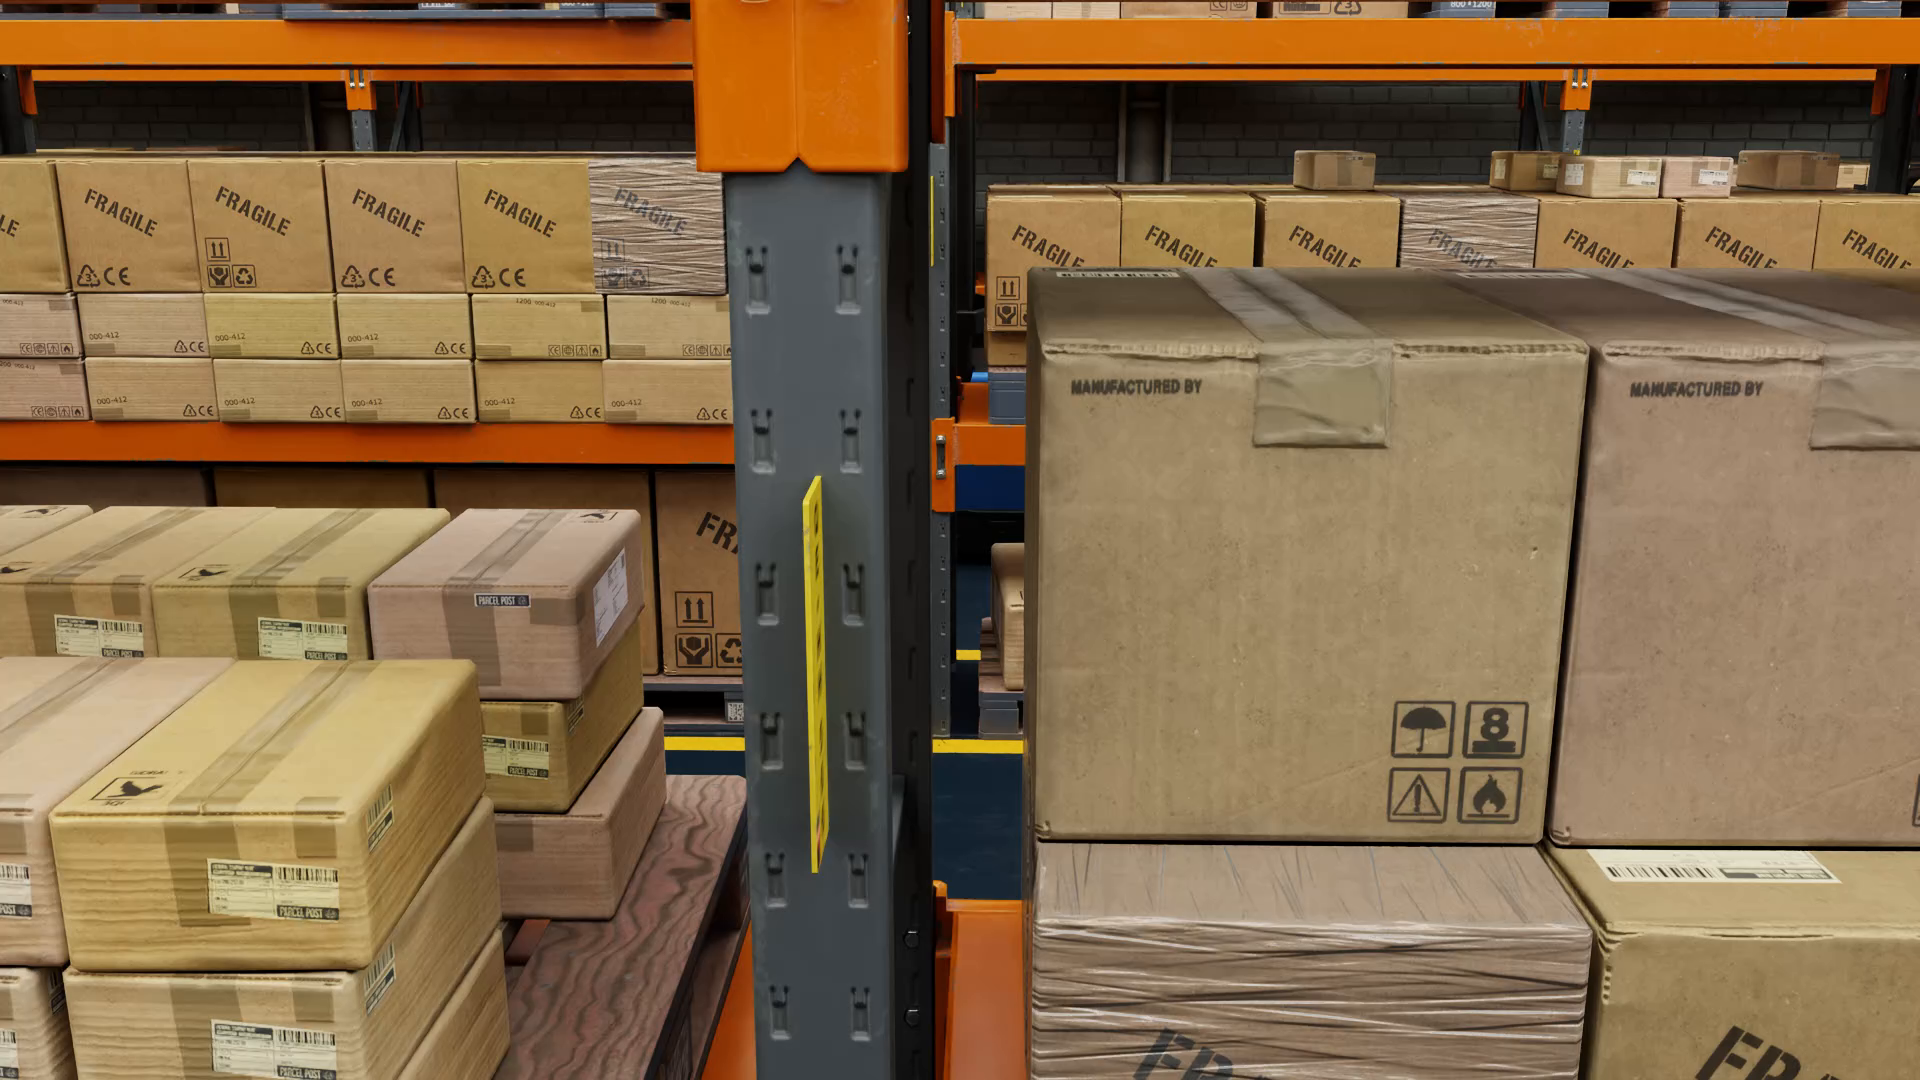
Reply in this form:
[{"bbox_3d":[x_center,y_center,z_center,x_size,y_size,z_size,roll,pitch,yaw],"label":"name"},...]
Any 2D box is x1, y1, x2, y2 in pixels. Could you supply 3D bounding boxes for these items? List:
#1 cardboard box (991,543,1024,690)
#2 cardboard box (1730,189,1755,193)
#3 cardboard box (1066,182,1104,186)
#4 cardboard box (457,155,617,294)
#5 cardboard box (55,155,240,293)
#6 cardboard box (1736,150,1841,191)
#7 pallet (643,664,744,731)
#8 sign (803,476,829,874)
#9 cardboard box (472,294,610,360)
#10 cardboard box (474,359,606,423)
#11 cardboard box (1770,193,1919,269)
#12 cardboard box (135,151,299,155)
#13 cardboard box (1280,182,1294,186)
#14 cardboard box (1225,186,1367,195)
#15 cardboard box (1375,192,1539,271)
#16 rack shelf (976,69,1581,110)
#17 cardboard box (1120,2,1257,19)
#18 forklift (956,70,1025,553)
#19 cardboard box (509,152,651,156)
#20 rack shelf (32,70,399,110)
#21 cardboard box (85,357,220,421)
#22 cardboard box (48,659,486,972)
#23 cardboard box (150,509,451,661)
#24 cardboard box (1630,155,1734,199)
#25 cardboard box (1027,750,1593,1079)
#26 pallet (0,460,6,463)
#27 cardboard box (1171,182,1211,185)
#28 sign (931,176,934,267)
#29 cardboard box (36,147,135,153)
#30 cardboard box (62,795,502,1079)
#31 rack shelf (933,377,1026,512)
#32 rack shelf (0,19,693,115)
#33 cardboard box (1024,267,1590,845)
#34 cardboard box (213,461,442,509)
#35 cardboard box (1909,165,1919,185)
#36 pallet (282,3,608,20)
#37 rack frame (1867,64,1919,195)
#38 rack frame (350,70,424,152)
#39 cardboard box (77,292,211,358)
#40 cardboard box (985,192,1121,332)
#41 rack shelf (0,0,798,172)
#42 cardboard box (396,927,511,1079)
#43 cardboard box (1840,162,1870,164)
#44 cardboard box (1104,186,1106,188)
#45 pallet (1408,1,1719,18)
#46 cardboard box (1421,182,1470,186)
[{"bbox_3d":[0.473,0.308,7.121,0.625,0.372,0.950,-1,15,-2],"label":"cardboard box"},{"bbox_3d":[2.945,-1.214,6.961,0.500,0.500,0.500,0,15,2],"label":"cardboard box"},{"bbox_3d":[0.883,-2.453,11.789,0.250,0.149,0.380,0,15,1],"label":"cardboard box"},{"bbox_3d":[-1.625,-1.241,6.506,0.500,0.500,0.500,0,15,1],"label":"cardboard box"},{"bbox_3d":[-3.149,-1.251,6.547,0.500,0.500,0.500,0,15,1],"label":"cardboard box"},{"bbox_3d":[3.446,-1.542,6.931,0.250,0.149,0.380,0,15,1],"label":"cardboard box"},{"bbox_3d":[-0.878,0.558,7.311,1.213,0.211,1.003,0,15,1],"label":"pallet"},{"bbox_3d":[-0.122,0.114,1.414,0.005,0.325,0.100,0,15,1],"label":"sign"},{"bbox_3d":[-1.607,-0.874,6.587,0.500,0.250,0.500,0,15,0],"label":"cardboard box"},{"bbox_3d":[-1.618,-0.637,6.669,0.500,0.250,0.500,0,15,1],"label":"cardboard box"},{"bbox_3d":[3.439,-1.080,6.450,0.500,0.500,0.500,0,15,0],"label":"cardboard box"},{"bbox_3d":[-3.120,-1.383,7.048,0.500,0.500,0.500,1,15,3],"label":"cardboard box"},{"bbox_3d":[2.411,-2.446,11.765,0.250,0.149,0.380,0,15,1],"label":"cardboard box"},{"bbox_3d":[1.392,-1.226,7.003,0.500,0.500,0.500,-1,15,-2],"label":"cardboard box"},{"bbox_3d":[1.904,-1.091,6.491,0.500,0.500,0.500,0,15,-1],"label":"cardboard box"},{"bbox_3d":[2.031,-3.121,11.321,4.000,0.370,1.077,0,15,1],"label":"rack shelf"},{"bbox_3d":[0.856,-2.256,6.435,0.500,0.500,0.700,0,15,1],"label":"cardboard box"},{"bbox_3d":[-0.630,-1.422,9.485,3.031,2.935,1.130,0,15,2],"label":"forklift"},{"bbox_3d":[-1.591,-1.371,7.002,0.500,0.500,0.500,1,15,3],"label":"cardboard box"},{"bbox_3d":[-5.967,-3.173,11.518,4.000,0.370,1.077,0,15,1],"label":"rack shelf"},{"bbox_3d":[-3.140,-0.646,6.704,0.500,0.250,0.500,0,15,0],"label":"cardboard box"},{"bbox_3d":[-0.619,0.242,1.547,0.250,0.149,0.380,0,15,-1],"label":"cardboard box"},{"bbox_3d":[-0.843,0.074,2.181,0.250,0.149,0.380,0,15,0],"label":"cardboard box"},{"bbox_3d":[2.750,-1.395,6.375,0.250,0.149,0.380,0,15,0],"label":"cardboard box"},{"bbox_3d":[0.325,0.521,1.791,0.500,0.500,0.500,1,15,2],"label":"cardboard box"},{"bbox_3d":[-7.093,-0.730,12.194,1.213,0.211,1.003,0,15,1],"label":"pallet"},{"bbox_3d":[1.641,-2.467,11.844,0.250,0.149,0.380,0,15,0],"label":"cardboard box"},{"bbox_3d":[-0.103,-1.184,6.179,0.005,0.325,0.100,0,15,1],"label":"sign"},{"bbox_3d":[-6.020,-2.436,11.436,0.500,0.500,0.500,1,15,3],"label":"cardboard box"},{"bbox_3d":[-0.623,0.385,1.588,0.250,0.149,0.380,1,15,3],"label":"cardboard box"},{"bbox_3d":[1.908,-0.405,6.905,4.000,0.370,1.077,0,15,1],"label":"rack shelf"},{"bbox_3d":[-2.091,-1.881,6.622,4.000,0.370,1.077,0,15,1],"label":"rack shelf"},{"bbox_3d":[0.331,-0.029,1.915,0.500,0.500,0.700,0,15,1],"label":"cardboard box"},{"bbox_3d":[-2.565,0.020,7.227,0.875,0.875,0.875,1,15,3],"label":"cardboard box"},{"bbox_3d":[6.387,-2.417,11.070,0.250,0.149,0.380,1,15,3],"label":"cardboard box"},{"bbox_3d":[-1.855,-2.122,6.494,1.213,0.211,1.003,1,15,4],"label":"pallet"},{"bbox_3d":[3.907,-0.740,6.764,0.127,3.000,1.000,0,15,1],"label":"rack frame"},{"bbox_3d":[-3.967,-2.058,11.760,0.127,3.000,1.000,0,15,1],"label":"rack frame"},{"bbox_3d":[-3.136,-0.890,6.648,0.500,0.250,0.500,1,15,2],"label":"cardboard box"},{"bbox_3d":[0.352,-1.099,6.524,0.500,0.500,0.500,0,15,0],"label":"cardboard box"},{"bbox_3d":[-2.116,-0.618,1.834,4.000,0.370,1.077,0,15,1],"label":"rack shelf"},{"bbox_3d":[-0.622,0.530,1.622,0.250,0.149,0.380,1,15,2],"label":"cardboard box"},{"bbox_3d":[6.153,-2.560,11.611,0.250,0.149,0.380,0,15,2],"label":"cardboard box"},{"bbox_3d":[0.867,-2.320,11.286,0.250,0.149,0.380,1,15,3],"label":"cardboard box"},{"bbox_3d":[2.256,-2.137,6.546,1.003,0.211,1.213,0,15,1],"label":"pallet"},{"bbox_3d":[3.417,-2.440,11.740,0.250,0.149,0.380,0,15,0],"label":"cardboard box"}]
